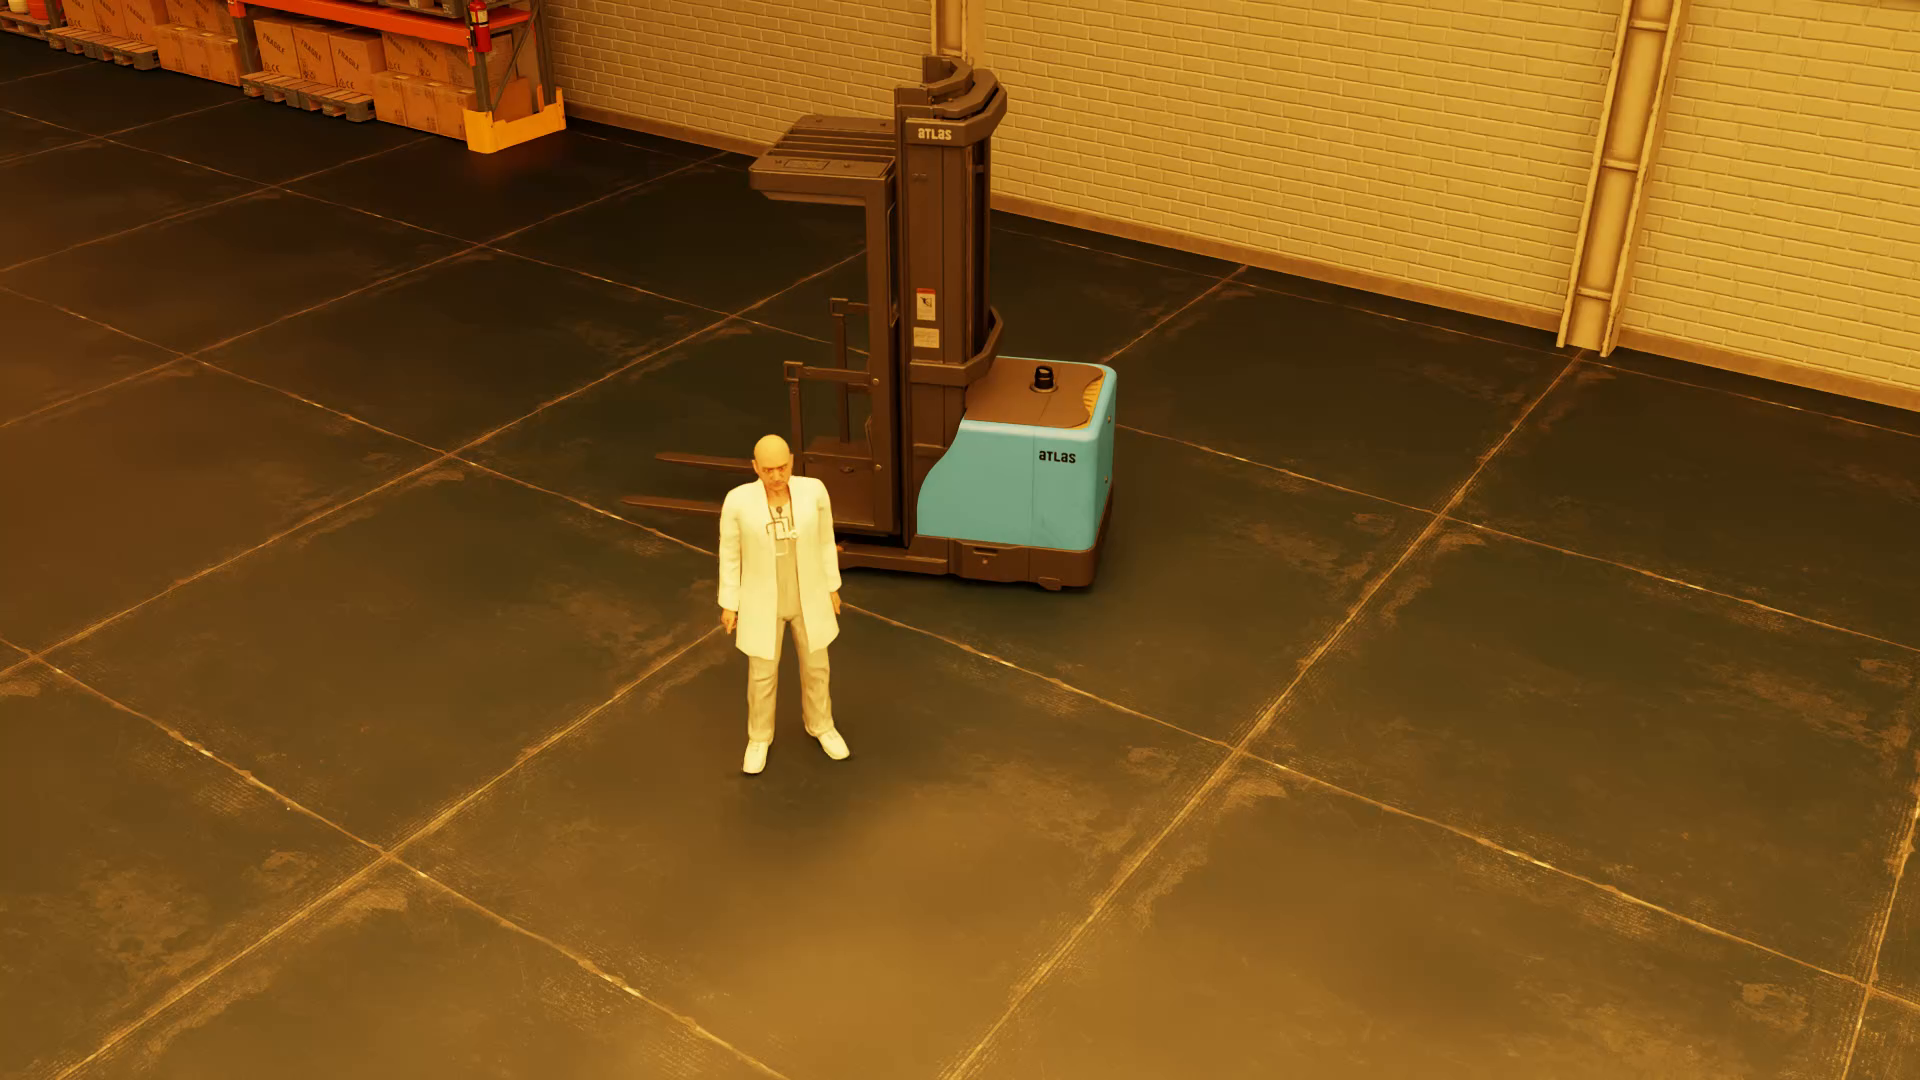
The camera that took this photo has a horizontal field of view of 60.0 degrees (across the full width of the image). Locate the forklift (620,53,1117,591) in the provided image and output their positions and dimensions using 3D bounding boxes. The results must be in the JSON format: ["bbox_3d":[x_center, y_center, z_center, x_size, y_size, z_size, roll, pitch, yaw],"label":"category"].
[{"bbox_3d":[-0.596,-1.330,9.871,3.031,2.935,1.130,6,31,10],"label":"forklift"}]

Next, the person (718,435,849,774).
[{"bbox_3d":[-0.872,0.316,8.191,0.618,1.784,0.372,-8,31,-14],"label":"person"}]
